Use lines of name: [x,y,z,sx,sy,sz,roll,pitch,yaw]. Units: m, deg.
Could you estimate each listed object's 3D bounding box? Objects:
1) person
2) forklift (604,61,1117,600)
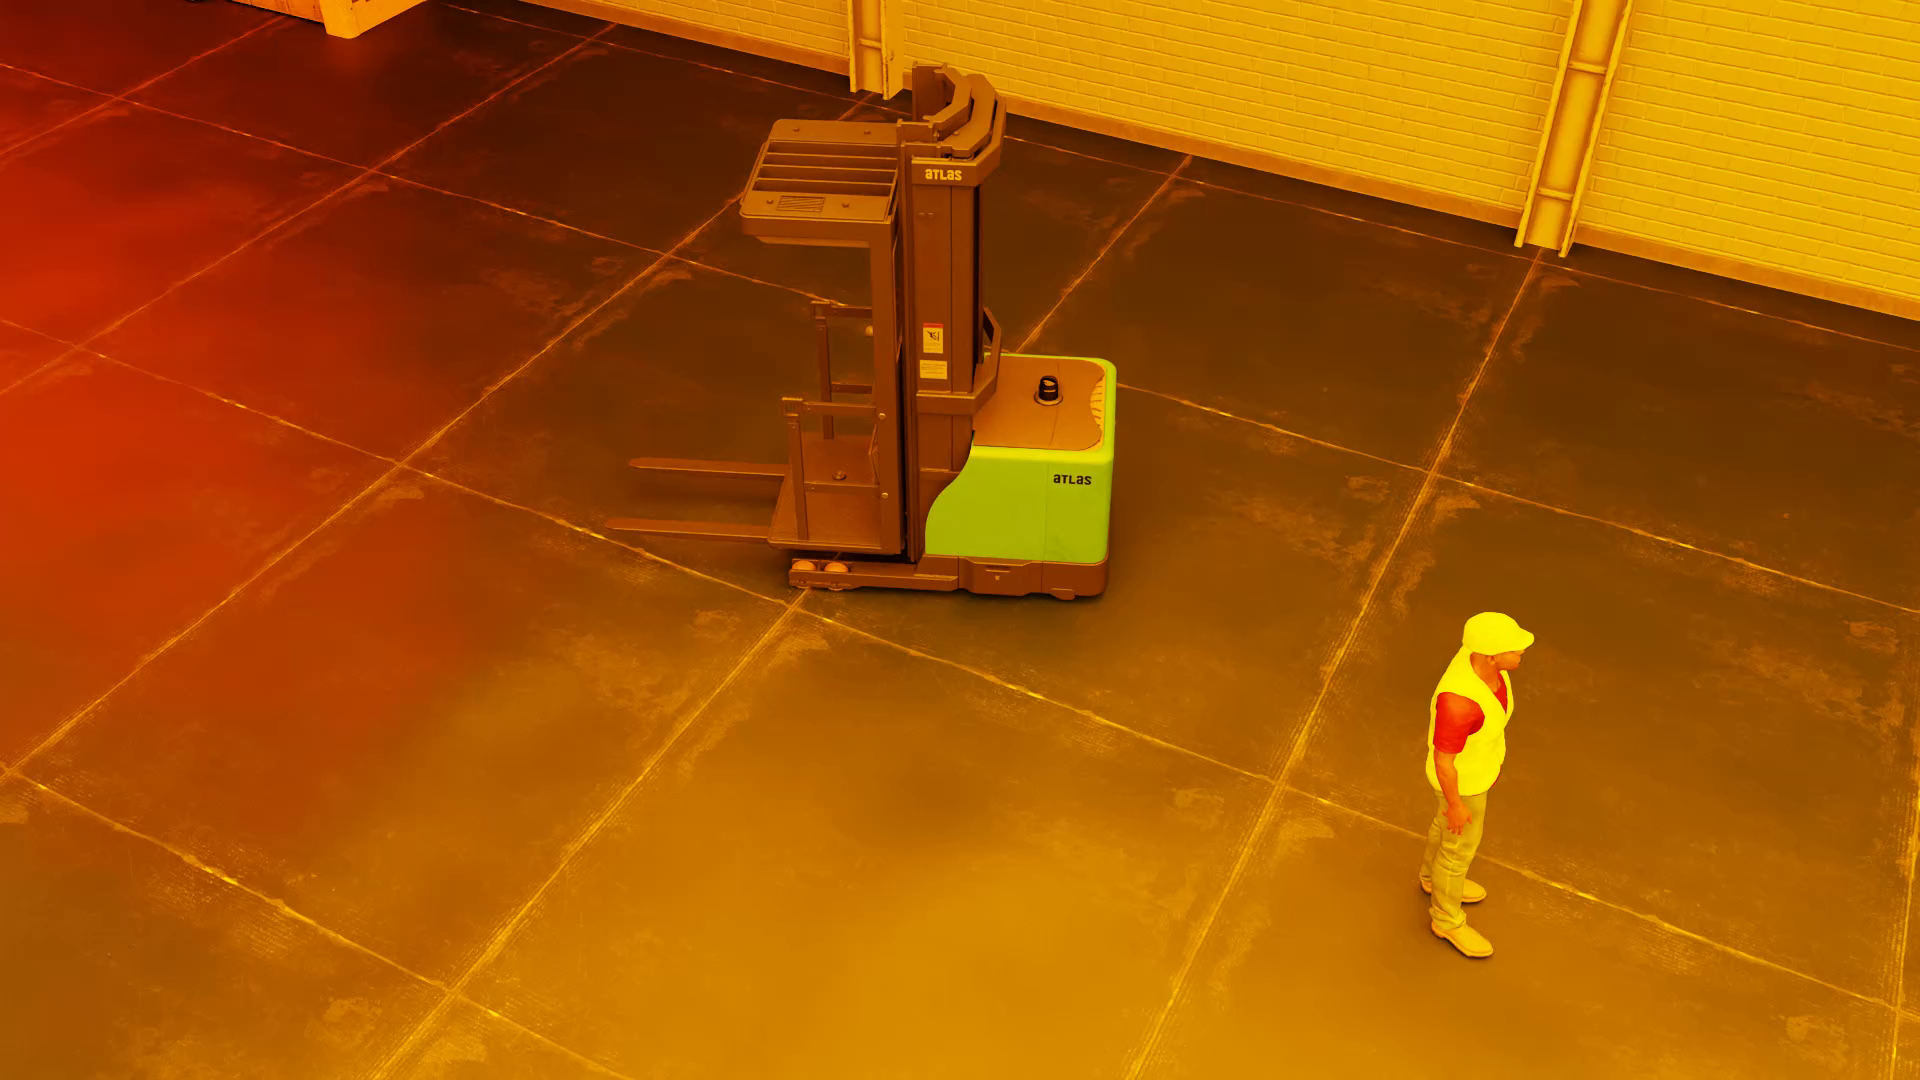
person: [2.392,1.068,7.612,0.575,1.768,0.665,19,44,21]
forklift: [-0.606,-1.157,9.360,3.031,2.935,1.130,3,40,4]
